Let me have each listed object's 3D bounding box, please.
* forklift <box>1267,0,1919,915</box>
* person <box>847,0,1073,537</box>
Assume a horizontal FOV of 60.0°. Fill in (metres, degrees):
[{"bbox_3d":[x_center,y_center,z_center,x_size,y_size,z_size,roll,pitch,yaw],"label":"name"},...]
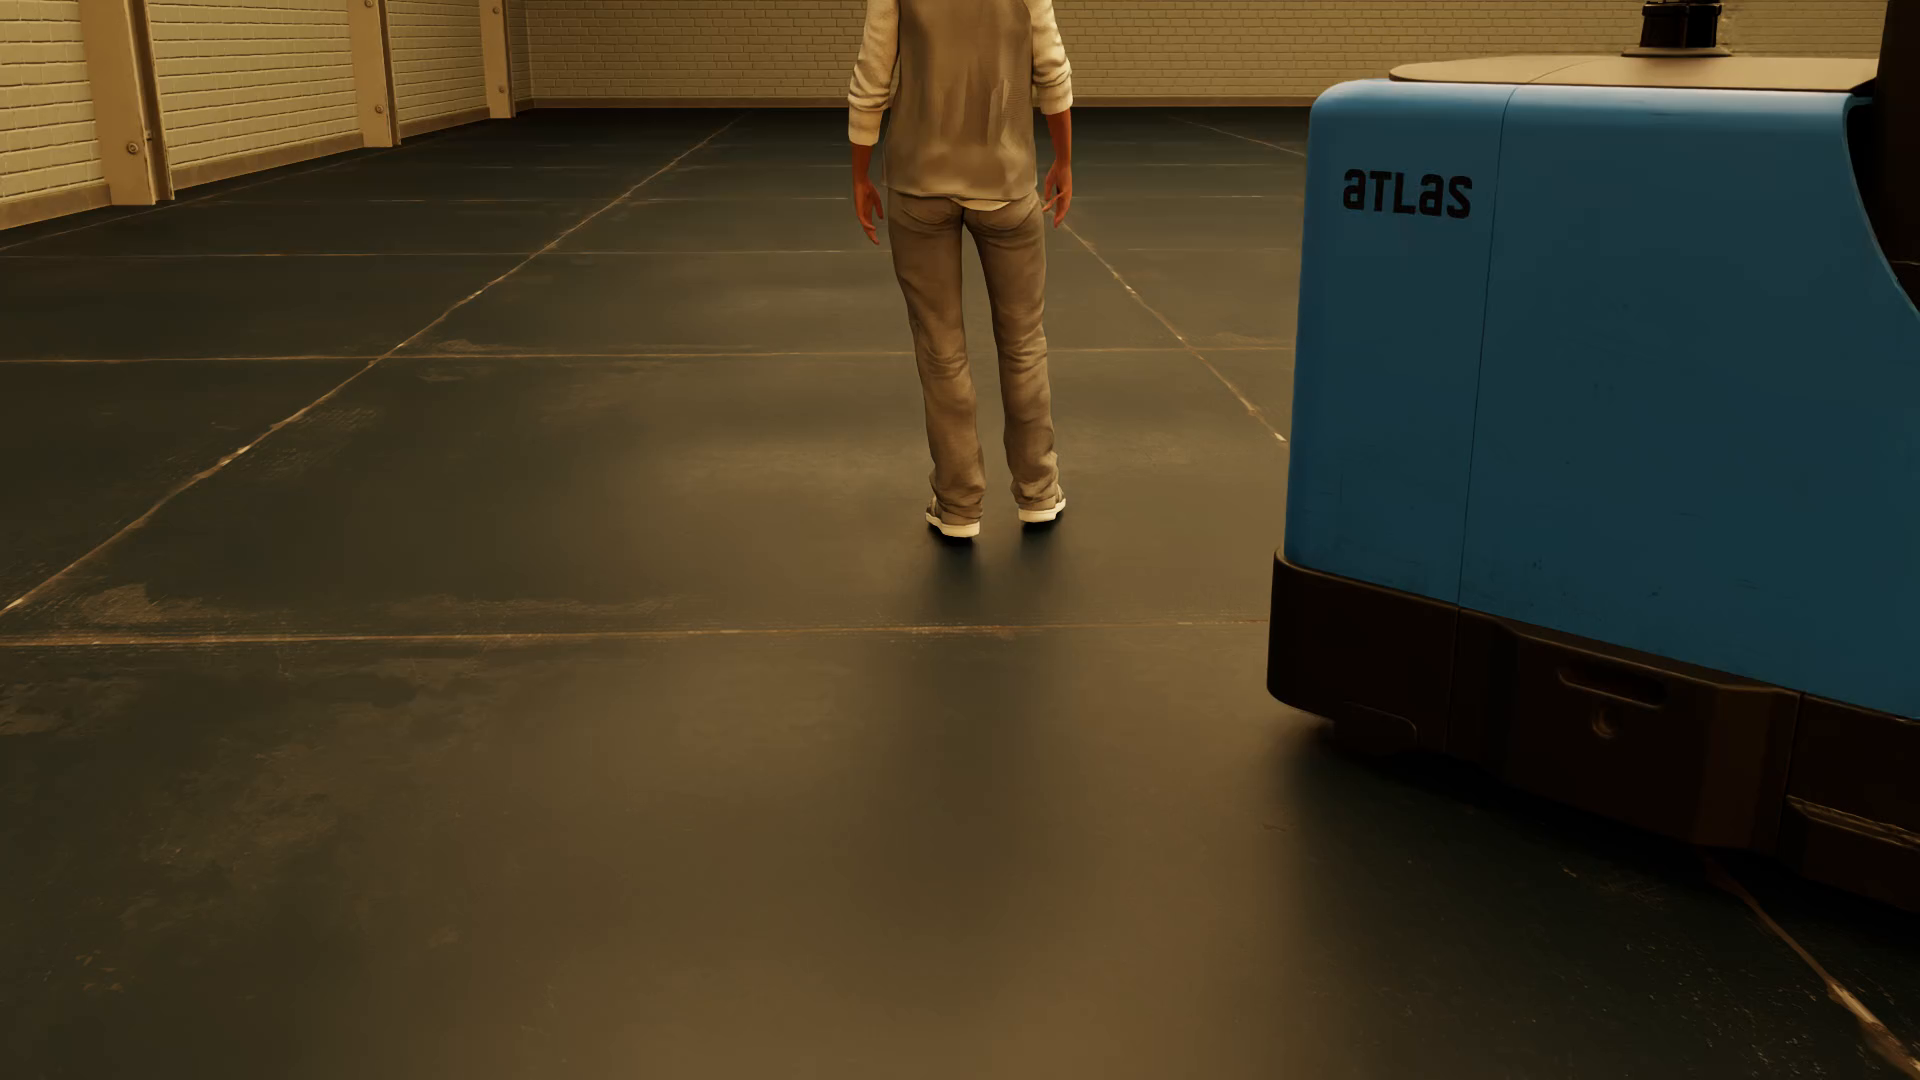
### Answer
[{"bbox_3d":[1.935,-0.879,1.781,3.031,2.935,1.130,16,23,42],"label":"forklift"},{"bbox_3d":[0.011,-0.793,3.754,0.519,1.598,0.474,-1,17,-3],"label":"person"}]
